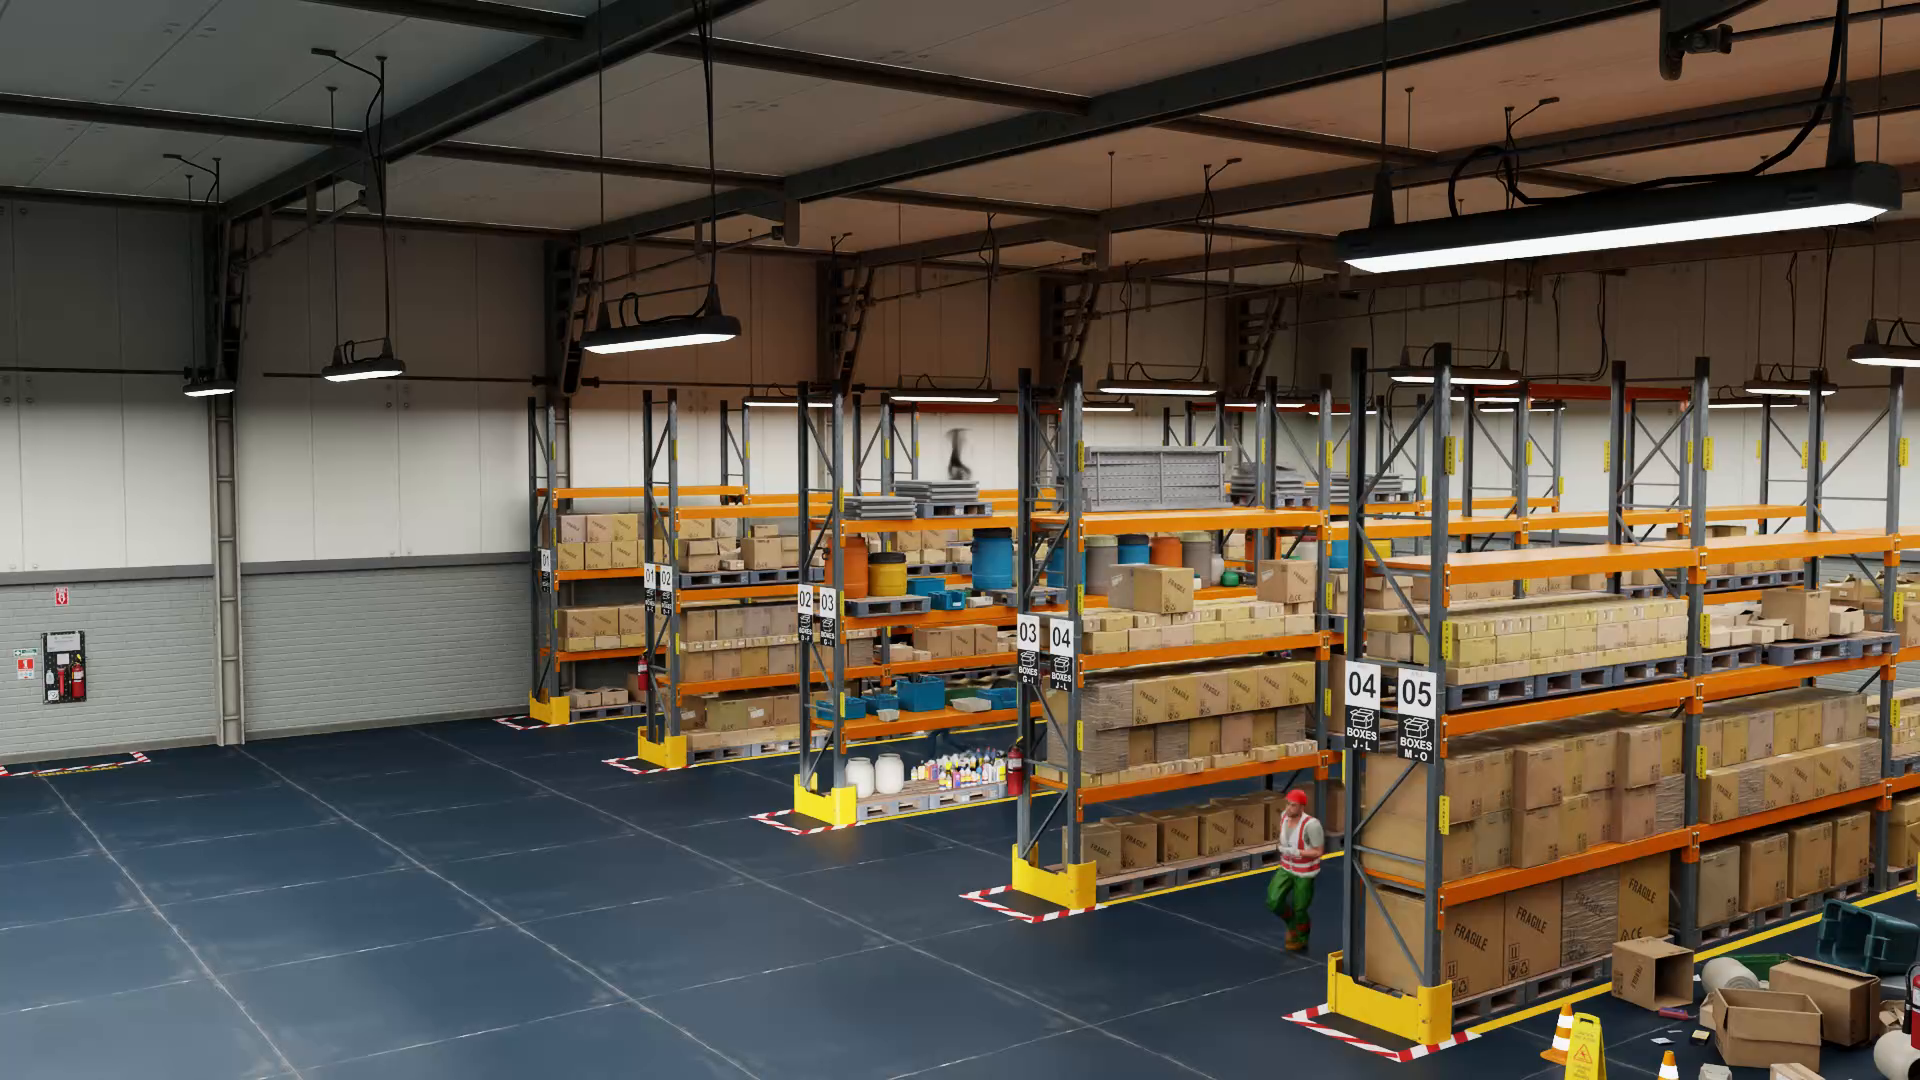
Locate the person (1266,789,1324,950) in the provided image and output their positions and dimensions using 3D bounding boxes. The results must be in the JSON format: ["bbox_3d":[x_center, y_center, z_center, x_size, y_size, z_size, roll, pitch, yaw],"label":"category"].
[{"bbox_3d":[3.398,3.311,16.642,0.628,1.705,0.680,3,5,44],"label":"person"}]

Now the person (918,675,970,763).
[{"bbox_3d":[-0.239,2.875,26.214,0.919,1.546,0.578,-2,4,-33],"label":"person"}]
